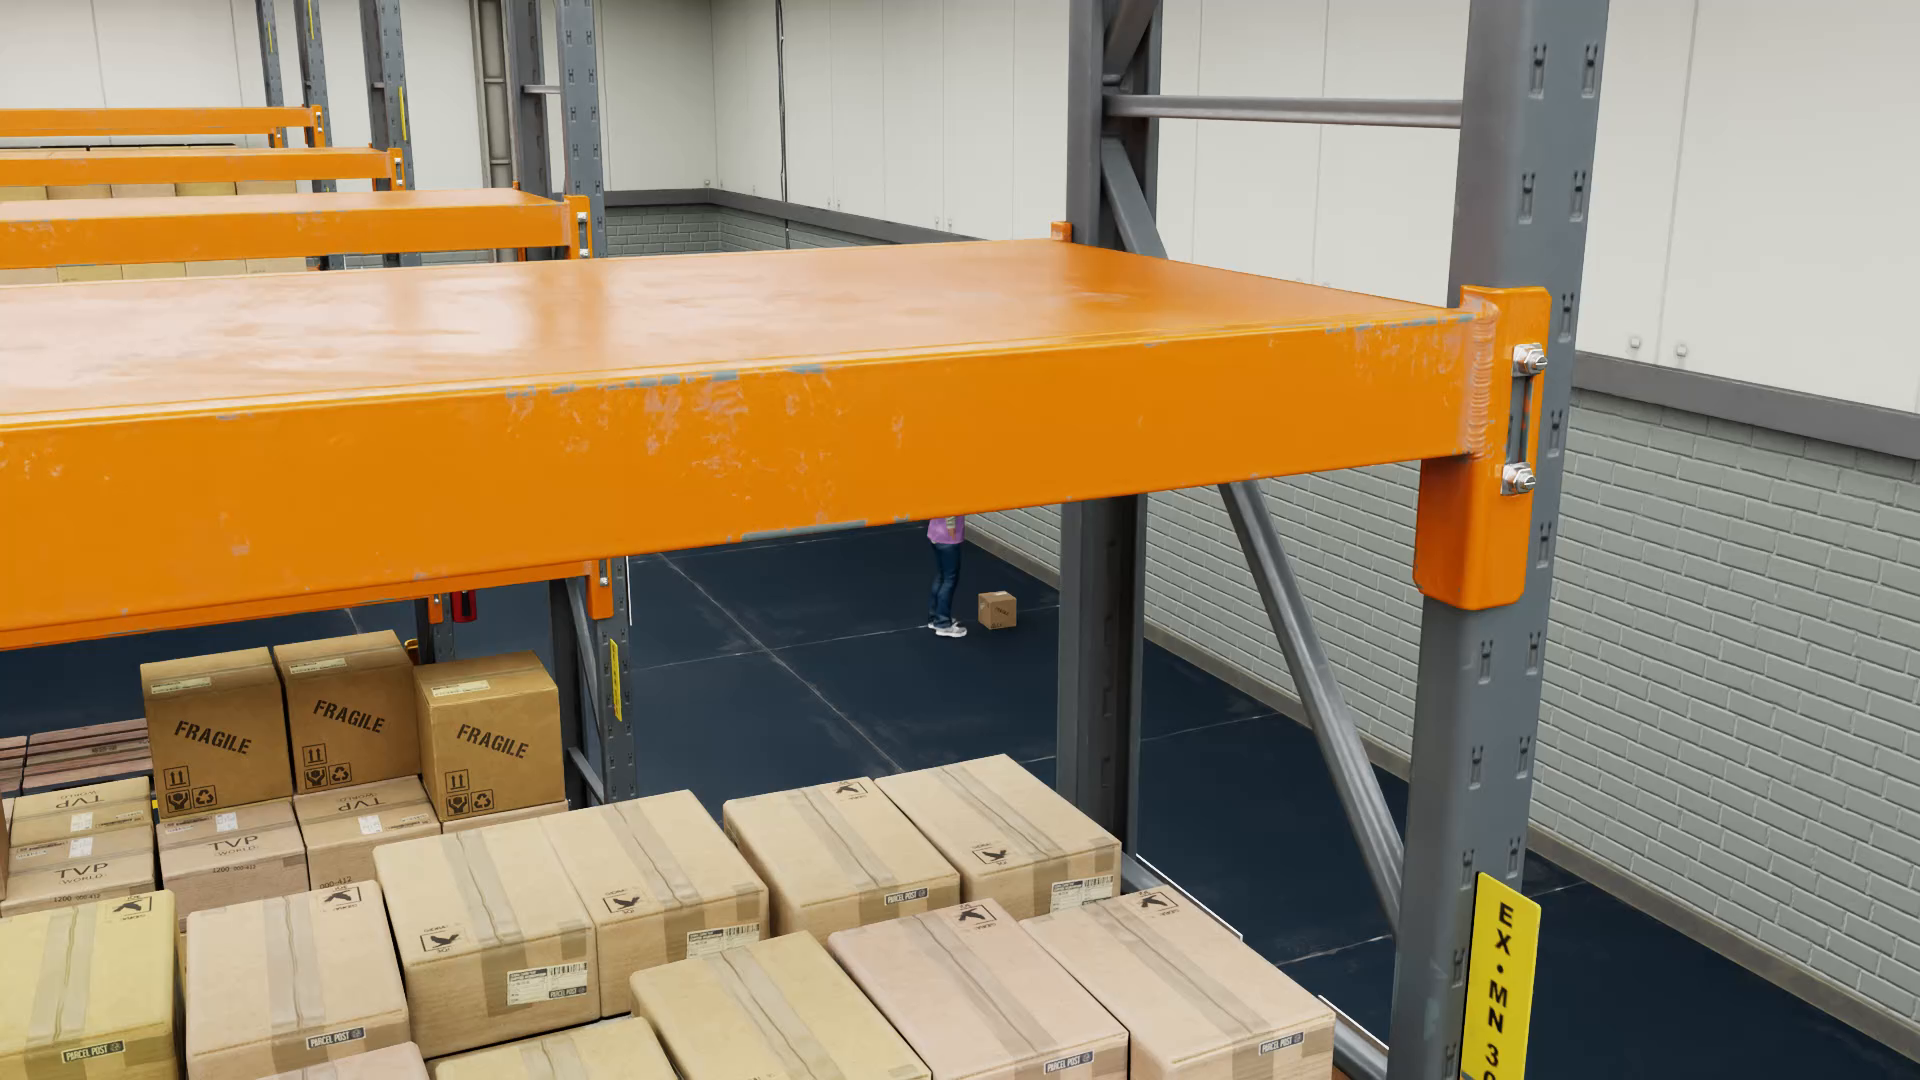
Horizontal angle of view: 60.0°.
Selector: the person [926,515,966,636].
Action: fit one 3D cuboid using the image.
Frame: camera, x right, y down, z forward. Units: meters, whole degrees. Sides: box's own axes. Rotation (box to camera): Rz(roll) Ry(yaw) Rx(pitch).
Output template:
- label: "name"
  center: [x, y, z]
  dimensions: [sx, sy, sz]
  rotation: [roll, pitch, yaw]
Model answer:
- label: "person"
  center: [-0.125, 0.006, 14.029]
  dimensions: [0.310, 1.600, 0.405]
  rotation: [-6, 17, -21]
